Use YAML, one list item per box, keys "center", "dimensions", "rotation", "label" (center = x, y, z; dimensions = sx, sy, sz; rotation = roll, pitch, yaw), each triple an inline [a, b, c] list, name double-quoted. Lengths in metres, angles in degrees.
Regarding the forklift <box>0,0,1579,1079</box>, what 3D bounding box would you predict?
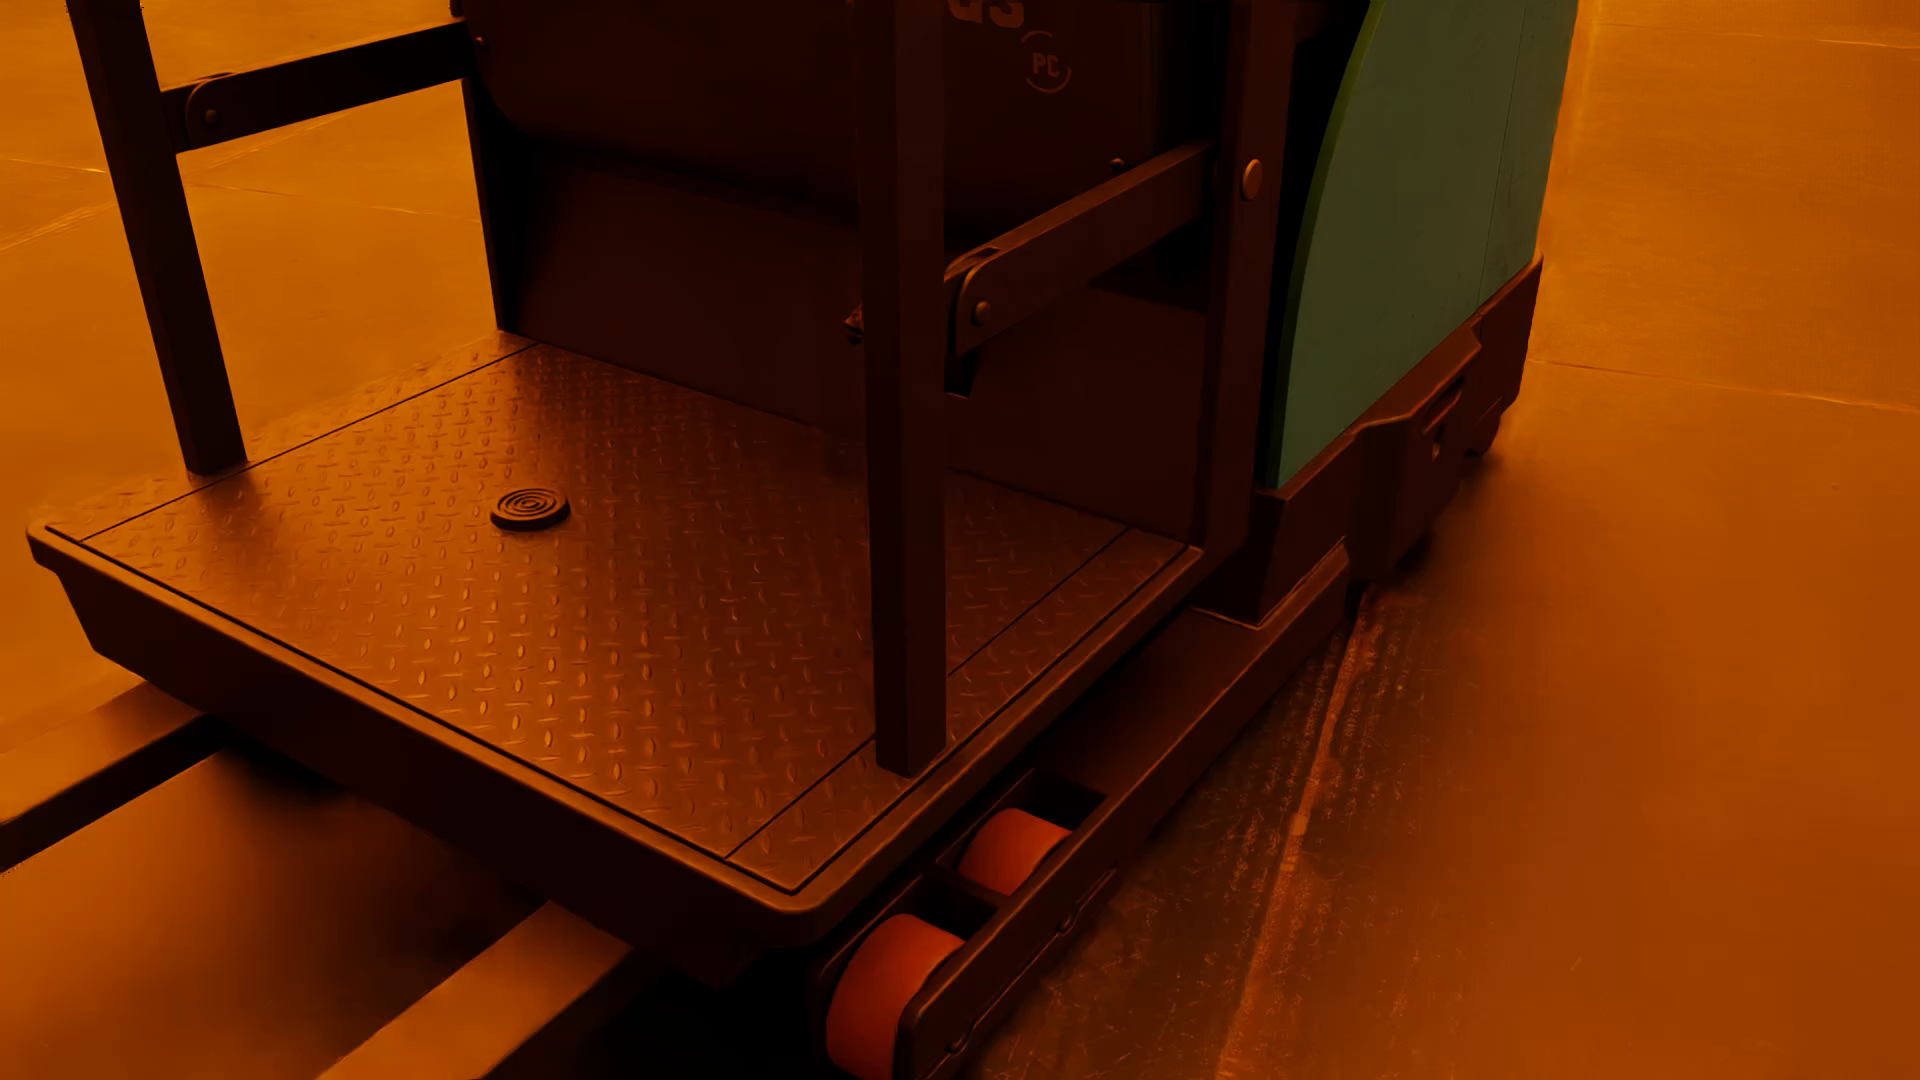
- center: [-0.302, -1.019, 1.326]
  dimensions: [1.130, 2.935, 3.031]
  rotation: [19, 34, 29]
  label: "forklift"
